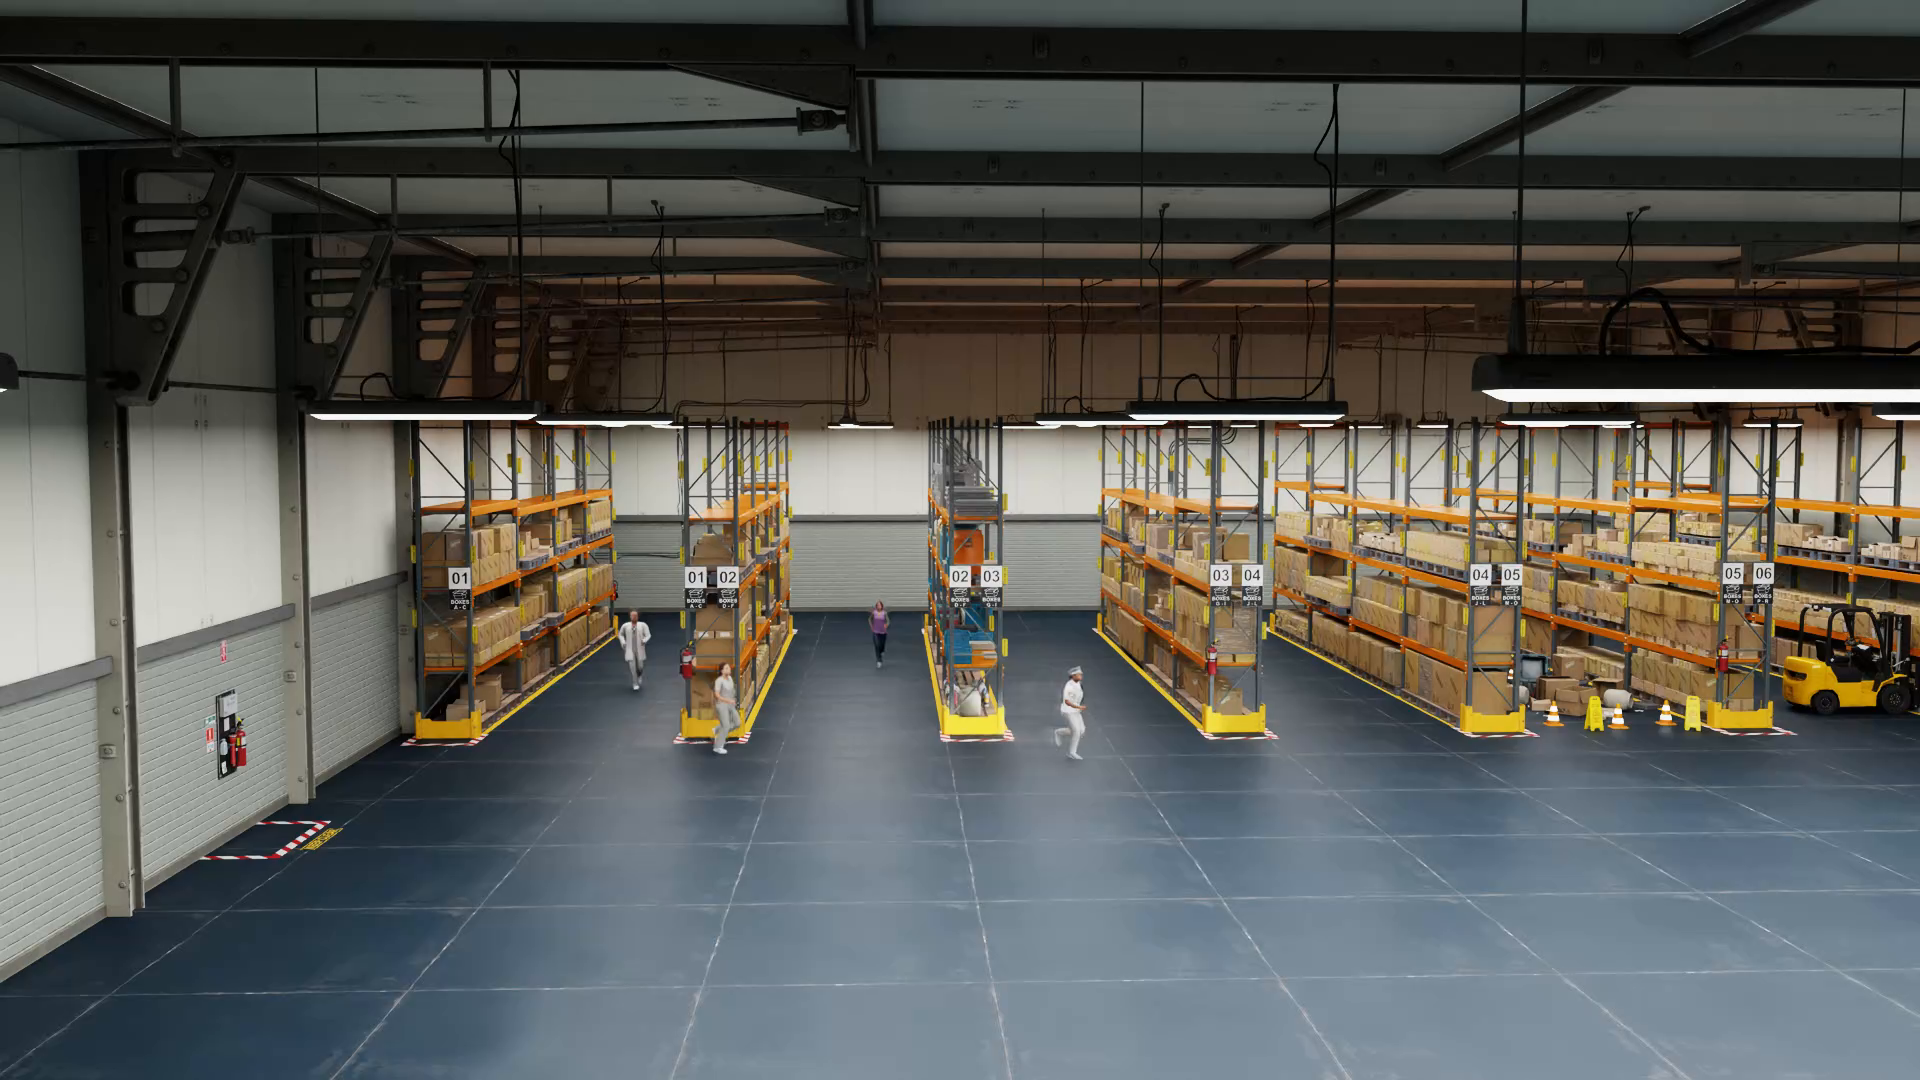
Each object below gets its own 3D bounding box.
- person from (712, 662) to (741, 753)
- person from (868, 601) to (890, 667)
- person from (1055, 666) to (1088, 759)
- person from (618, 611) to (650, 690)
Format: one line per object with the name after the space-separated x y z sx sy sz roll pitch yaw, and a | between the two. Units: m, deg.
-4.171 2.985 29.667 0.624 1.629 0.599 2 4 29 | person
-1.980 2.286 40.748 0.541 1.593 0.790 0 4 -2 | person
1.973 3.019 29.155 0.638 1.652 0.612 2 4 26 | person
-7.231 2.441 36.947 0.704 1.734 0.724 -1 4 -11 | person
